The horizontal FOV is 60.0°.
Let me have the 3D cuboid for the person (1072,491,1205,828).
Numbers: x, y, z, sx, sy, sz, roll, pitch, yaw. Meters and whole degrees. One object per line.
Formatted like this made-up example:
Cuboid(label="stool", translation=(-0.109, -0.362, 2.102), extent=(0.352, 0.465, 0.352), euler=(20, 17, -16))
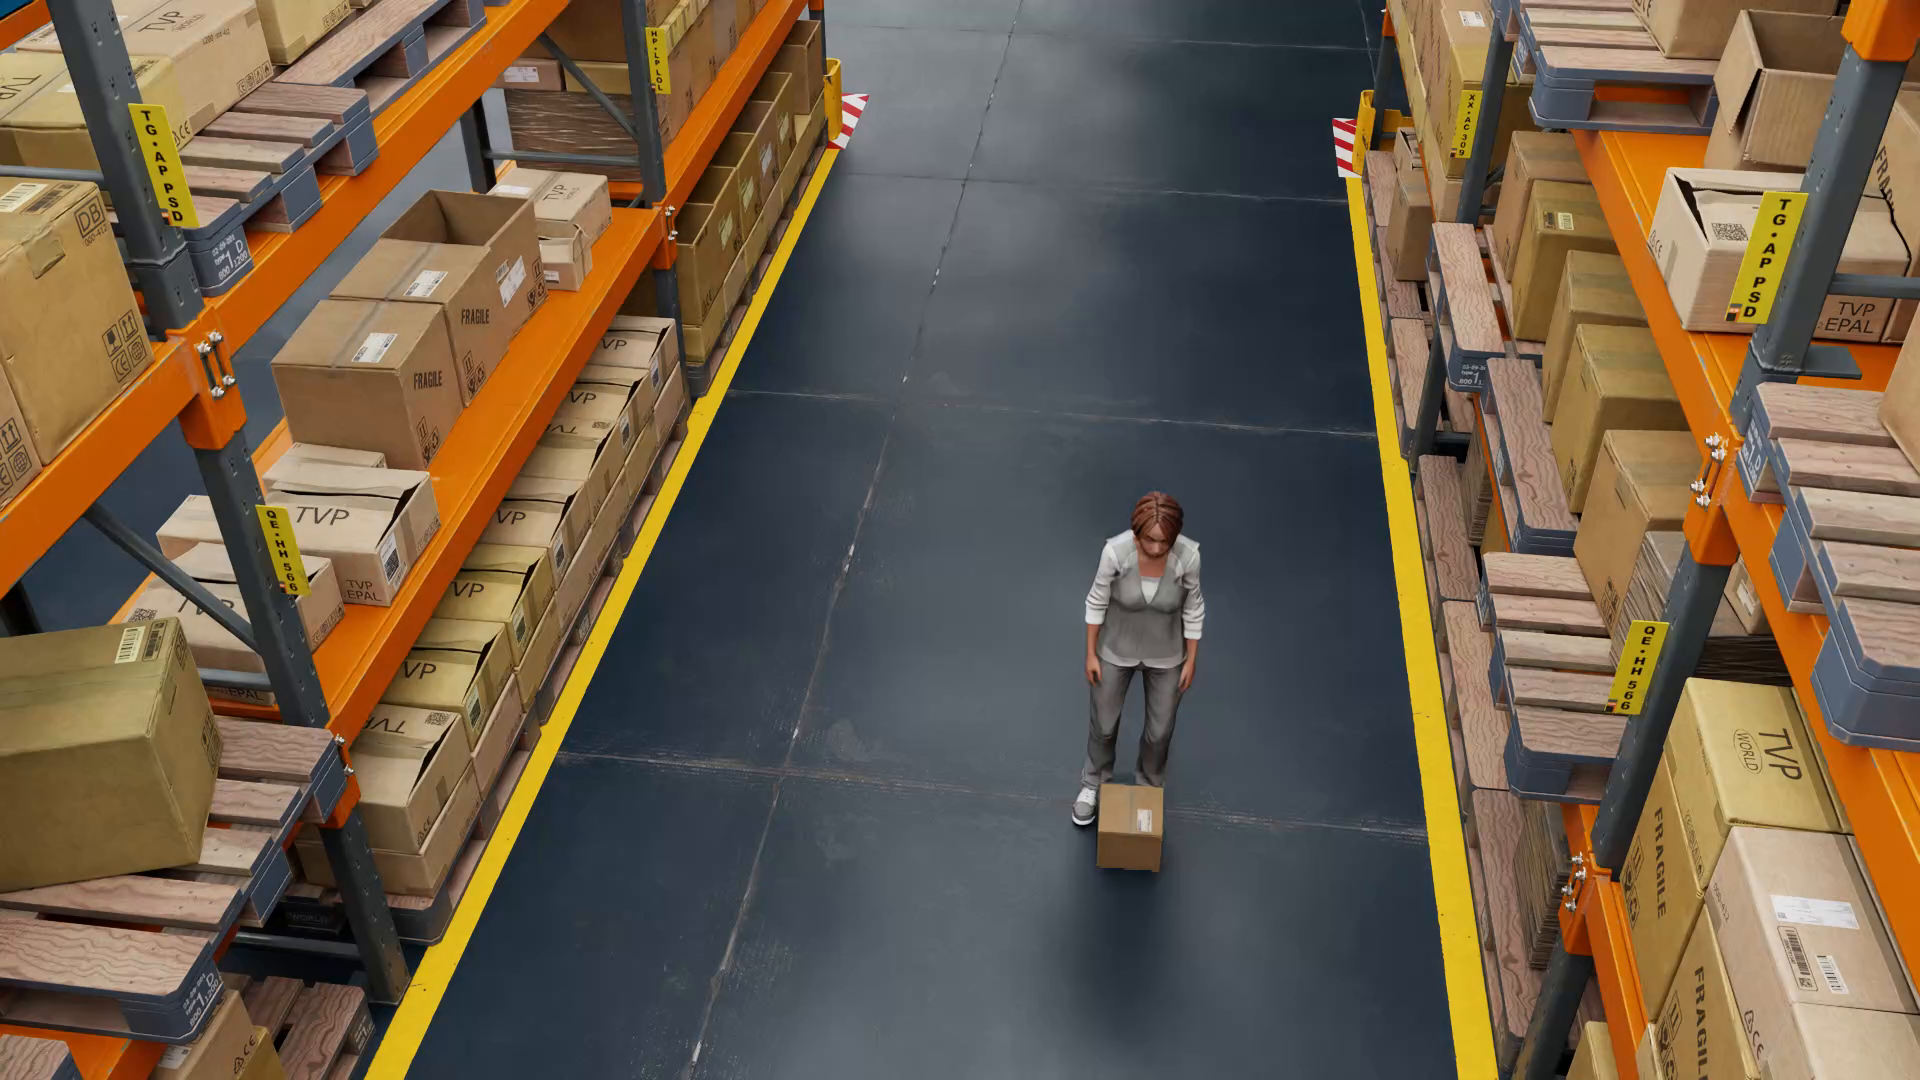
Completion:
Cuboid(label="person", translation=(0.698, 0.464, 6.421), extent=(0.460, 1.594, 0.374), euler=(3, 37, 4))
